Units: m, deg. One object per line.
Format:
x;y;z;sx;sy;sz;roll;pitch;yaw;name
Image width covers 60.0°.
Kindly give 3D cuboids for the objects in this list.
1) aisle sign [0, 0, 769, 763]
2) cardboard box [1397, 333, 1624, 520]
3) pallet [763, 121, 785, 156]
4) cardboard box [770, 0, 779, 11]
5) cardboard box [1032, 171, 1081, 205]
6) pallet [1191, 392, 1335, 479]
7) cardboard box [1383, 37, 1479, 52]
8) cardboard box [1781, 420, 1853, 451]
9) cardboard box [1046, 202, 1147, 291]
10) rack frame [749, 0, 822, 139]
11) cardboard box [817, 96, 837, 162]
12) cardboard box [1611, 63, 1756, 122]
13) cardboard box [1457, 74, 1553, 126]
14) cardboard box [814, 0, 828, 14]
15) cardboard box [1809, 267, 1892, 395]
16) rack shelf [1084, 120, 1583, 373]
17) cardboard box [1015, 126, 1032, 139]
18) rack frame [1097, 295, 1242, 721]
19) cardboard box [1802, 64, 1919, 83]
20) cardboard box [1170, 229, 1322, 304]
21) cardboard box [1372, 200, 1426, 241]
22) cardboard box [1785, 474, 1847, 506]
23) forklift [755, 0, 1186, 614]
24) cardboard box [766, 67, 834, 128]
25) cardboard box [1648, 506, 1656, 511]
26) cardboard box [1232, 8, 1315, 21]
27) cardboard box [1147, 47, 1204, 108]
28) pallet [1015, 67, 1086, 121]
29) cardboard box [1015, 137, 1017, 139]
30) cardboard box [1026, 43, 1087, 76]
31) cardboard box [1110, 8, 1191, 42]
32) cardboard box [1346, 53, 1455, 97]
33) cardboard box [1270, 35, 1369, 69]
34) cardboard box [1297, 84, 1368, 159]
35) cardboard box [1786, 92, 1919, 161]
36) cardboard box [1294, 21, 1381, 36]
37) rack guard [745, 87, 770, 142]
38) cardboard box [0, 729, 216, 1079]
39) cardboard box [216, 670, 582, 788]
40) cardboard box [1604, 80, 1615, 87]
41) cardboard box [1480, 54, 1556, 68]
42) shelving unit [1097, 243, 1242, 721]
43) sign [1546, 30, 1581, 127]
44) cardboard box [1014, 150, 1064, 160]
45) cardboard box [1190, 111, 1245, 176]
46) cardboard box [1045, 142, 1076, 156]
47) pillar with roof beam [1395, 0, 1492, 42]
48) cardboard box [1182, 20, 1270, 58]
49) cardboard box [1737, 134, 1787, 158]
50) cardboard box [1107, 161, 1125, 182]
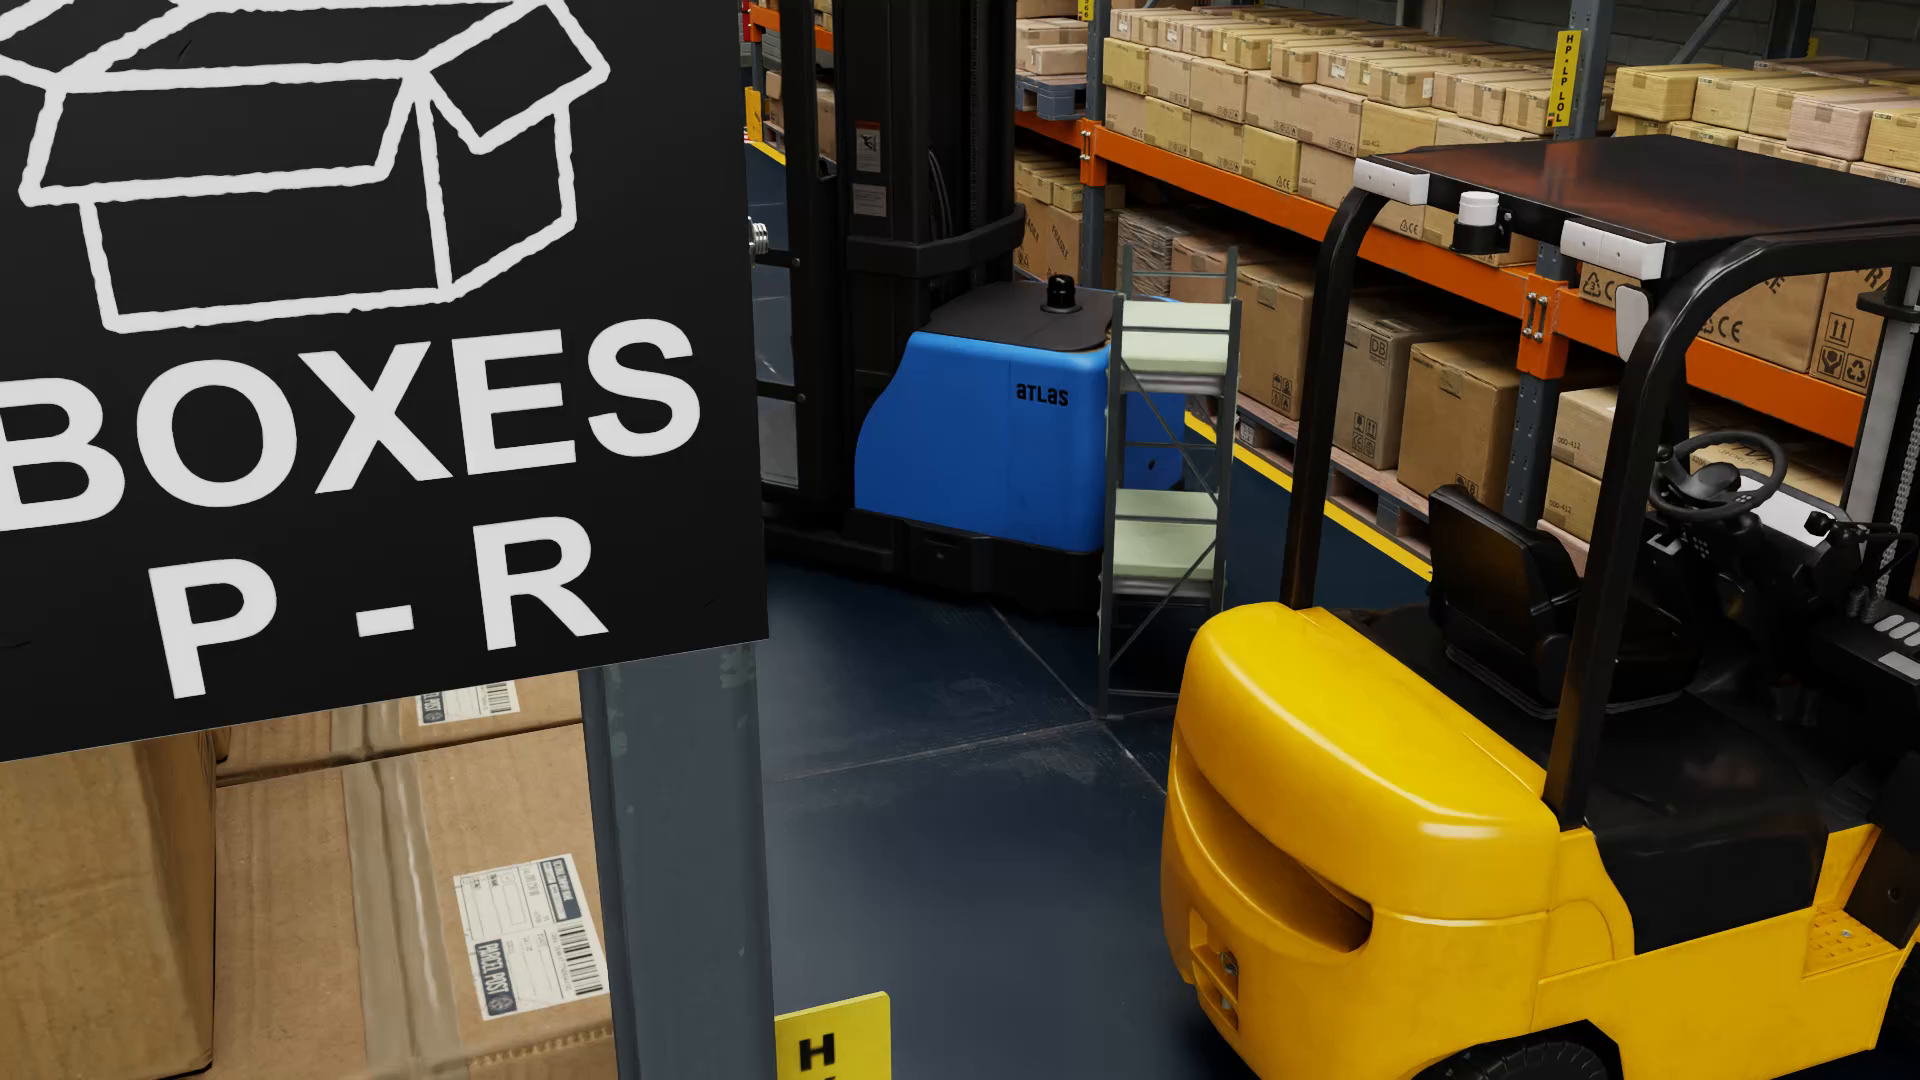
-0.291;-0.281;0.708;0.394;0.787;0.004;-8;24;-19;aisle sign
2.432;-0.486;7.059;0.875;0.625;0.625;-7;24;-17;cardboard box
-1.303;-3.957;16.367;1.003;0.211;1.213;-8;24;-19;pallet
-1.620;-5.200;16.050;0.380;0.149;0.250;-8;24;-18;cardboard box
0.677;-2.233;10.528;0.380;0.149;0.250;-10;25;-22;cardboard box
1.895;-0.621;8.451;1.003;0.211;1.213;-8;24;-19;pallet
2.208;-2.262;7.790;0.380;0.149;0.250;-8;24;-19;cardboard box
3.174;-0.252;5.698;0.500;0.250;0.500;-9;24;-20;cardboard box
0.863;-1.818;10.380;0.500;0.500;0.500;-8;24;-17;cardboard box
-1.613;-5.559;16.578;1.000;3.000;0.127;-8;24;-19;rack frame
-0.853;-3.673;14.779;0.700;0.500;0.500;-9;25;-21;cardboard box
2.462;-1.525;5.659;0.380;0.149;0.250;-8;24;-18;cardboard box
2.190;-1.729;6.527;0.380;0.149;0.250;-9;24;-20;cardboard box
-0.962;-4.689;14.322;0.500;0.250;0.500;-9;24;-19;cardboard box
2.918;-0.677;4.866;0.500;0.500;0.500;-9;24;-20;cardboard box
1.920;-1.594;8.097;1.077;0.370;4.000;-8;24;-19;rack shelf
0.554;-2.974;12.285;0.380;0.149;0.250;-8;24;-18;cardboard box
0.677;-0.063;5.469;0.400;1.500;0.023;3;23;7;rack frame
3.072;-1.510;5.623;0.380;0.149;0.250;-9;24;-20;cardboard box
1.659;-1.287;8.958;0.875;0.625;0.625;-8;24;-17;cardboard box
2.021;-1.459;7.043;0.500;0.250;0.500;-8;24;-19;cardboard box
2.862;-0.001;5.103;0.500;0.250;0.500;-7;24;-17;cardboard box
-0.587;-1.452;6.921;3.031;2.935;1.130;12;26;26;forklift
-1.485;-4.367;16.423;0.797;0.503;0.637;-9;25;-21;cardboard box
2.688;0.045;5.637;0.500;0.250;0.500;-8;24;-19;cardboard box
1.715;-2.827;9.132;0.380;0.149;0.250;-8;24;-18;cardboard box
1.317;-2.437;8.719;0.500;0.250;0.500;-8;24;-17;cardboard box
0.908;-2.801;10.280;1.213;0.211;1.003;-8;24;-19;pallet
0.198;-2.814;11.907;0.380;0.149;0.250;-7;24;-17;cardboard box
0.622;-2.916;10.090;0.380;0.149;0.250;-8;24;-18;cardboard box
1.051;-2.841;9.165;0.380;0.149;0.250;-8;24;-17;cardboard box
1.902;-2.006;7.184;0.380;0.149;0.250;-9;24;-20;cardboard box
1.699;-2.293;7.863;0.380;0.149;0.250;-8;24;-19;cardboard box
1.850;-1.876;7.389;0.500;0.250;0.500;-8;24;-18;cardboard box
2.732;-1.243;4.990;0.380;0.149;0.250;-8;24;-18;cardboard box
1.921;-2.540;8.450;0.380;0.149;0.250;-8;24;-19;cardboard box
-1.586;-4.380;16.998;1.175;0.500;0.348;-8;24;-19;rack guard
-0.987;0.137;1.264;0.700;0.500;0.500;-9;24;-20;cardboard box
-0.697;0.356;2.033;0.500;0.500;0.500;-8;24;-17;cardboard box
2.703;-1.701;6.460;0.380;0.149;0.250;-9;24;-20;cardboard box
2.460;-1.987;7.138;0.380;0.149;0.250;-9;24;-20;cardboard box
0.726;-0.204;5.803;0.431;1.500;0.755;3;23;7;shelving unit
2.122;-1.618;5.839;0.100;0.325;0.005;-8;24;-19;sign
0.485;-2.527;11.227;0.380;0.149;0.250;-9;24;-20;cardboard box
1.503;-2.019;8.372;0.500;0.250;0.500;-9;25;-21;cardboard box
0.814;-2.688;11.608;0.380;0.149;0.250;-8;24;-19;cardboard box
-1.510;-4.476;6.284;9.100;9.000;0.400;-8;24;-19;pillar with roof beam
1.365;-2.561;8.501;0.380;0.149;0.250;-8;24;-18;cardboard box
2.704;-1.208;5.289;0.380;0.149;0.250;-8;24;-19;cardboard box
1.089;-2.405;10.937;0.380;0.149;0.250;-8;24;-18;cardboard box
